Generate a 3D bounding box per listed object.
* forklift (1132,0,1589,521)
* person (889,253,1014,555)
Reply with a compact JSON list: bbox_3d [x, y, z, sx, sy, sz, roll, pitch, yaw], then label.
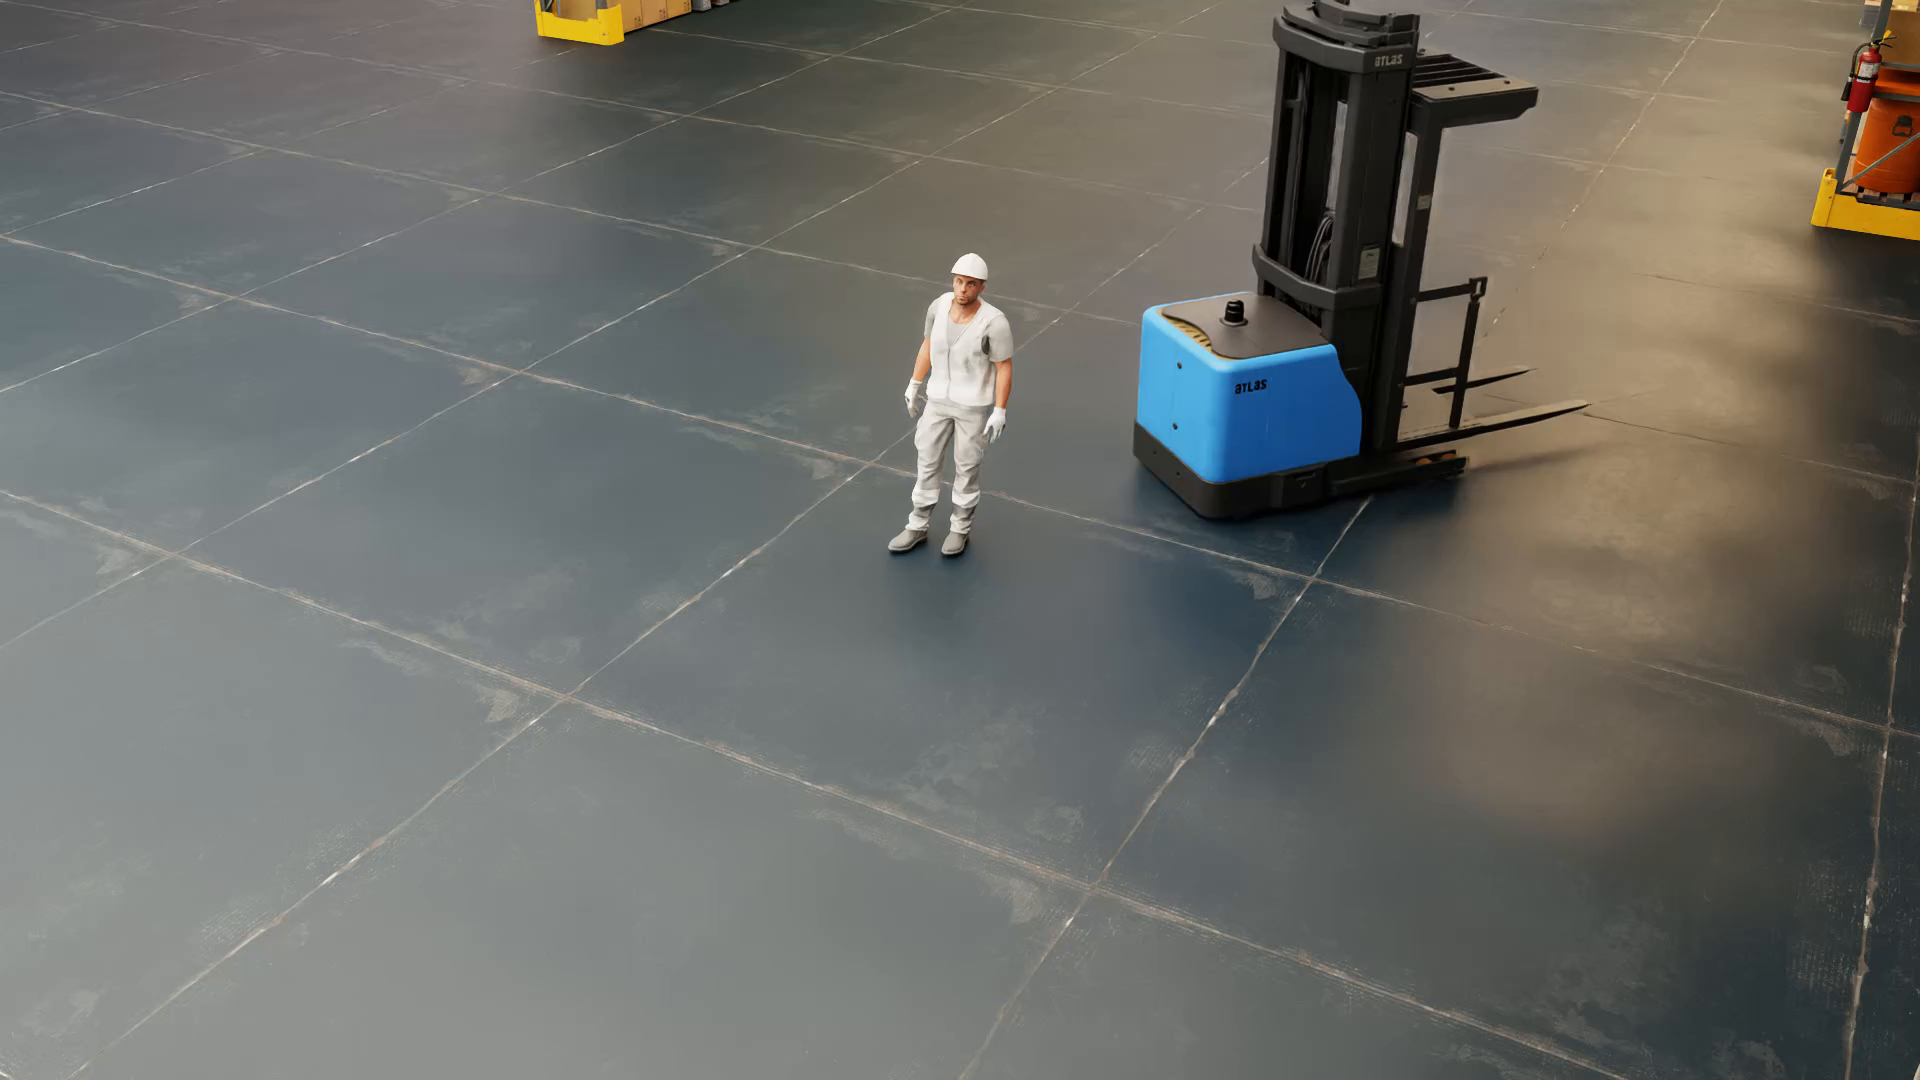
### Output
[{"bbox_3d":[2.692,-1.852,10.280,3.031,2.935,1.130,-12,32,-19],"label":"forklift"},{"bbox_3d":[-0.048,-0.748,9.495,0.638,1.789,0.562,15,33,25],"label":"person"}]
